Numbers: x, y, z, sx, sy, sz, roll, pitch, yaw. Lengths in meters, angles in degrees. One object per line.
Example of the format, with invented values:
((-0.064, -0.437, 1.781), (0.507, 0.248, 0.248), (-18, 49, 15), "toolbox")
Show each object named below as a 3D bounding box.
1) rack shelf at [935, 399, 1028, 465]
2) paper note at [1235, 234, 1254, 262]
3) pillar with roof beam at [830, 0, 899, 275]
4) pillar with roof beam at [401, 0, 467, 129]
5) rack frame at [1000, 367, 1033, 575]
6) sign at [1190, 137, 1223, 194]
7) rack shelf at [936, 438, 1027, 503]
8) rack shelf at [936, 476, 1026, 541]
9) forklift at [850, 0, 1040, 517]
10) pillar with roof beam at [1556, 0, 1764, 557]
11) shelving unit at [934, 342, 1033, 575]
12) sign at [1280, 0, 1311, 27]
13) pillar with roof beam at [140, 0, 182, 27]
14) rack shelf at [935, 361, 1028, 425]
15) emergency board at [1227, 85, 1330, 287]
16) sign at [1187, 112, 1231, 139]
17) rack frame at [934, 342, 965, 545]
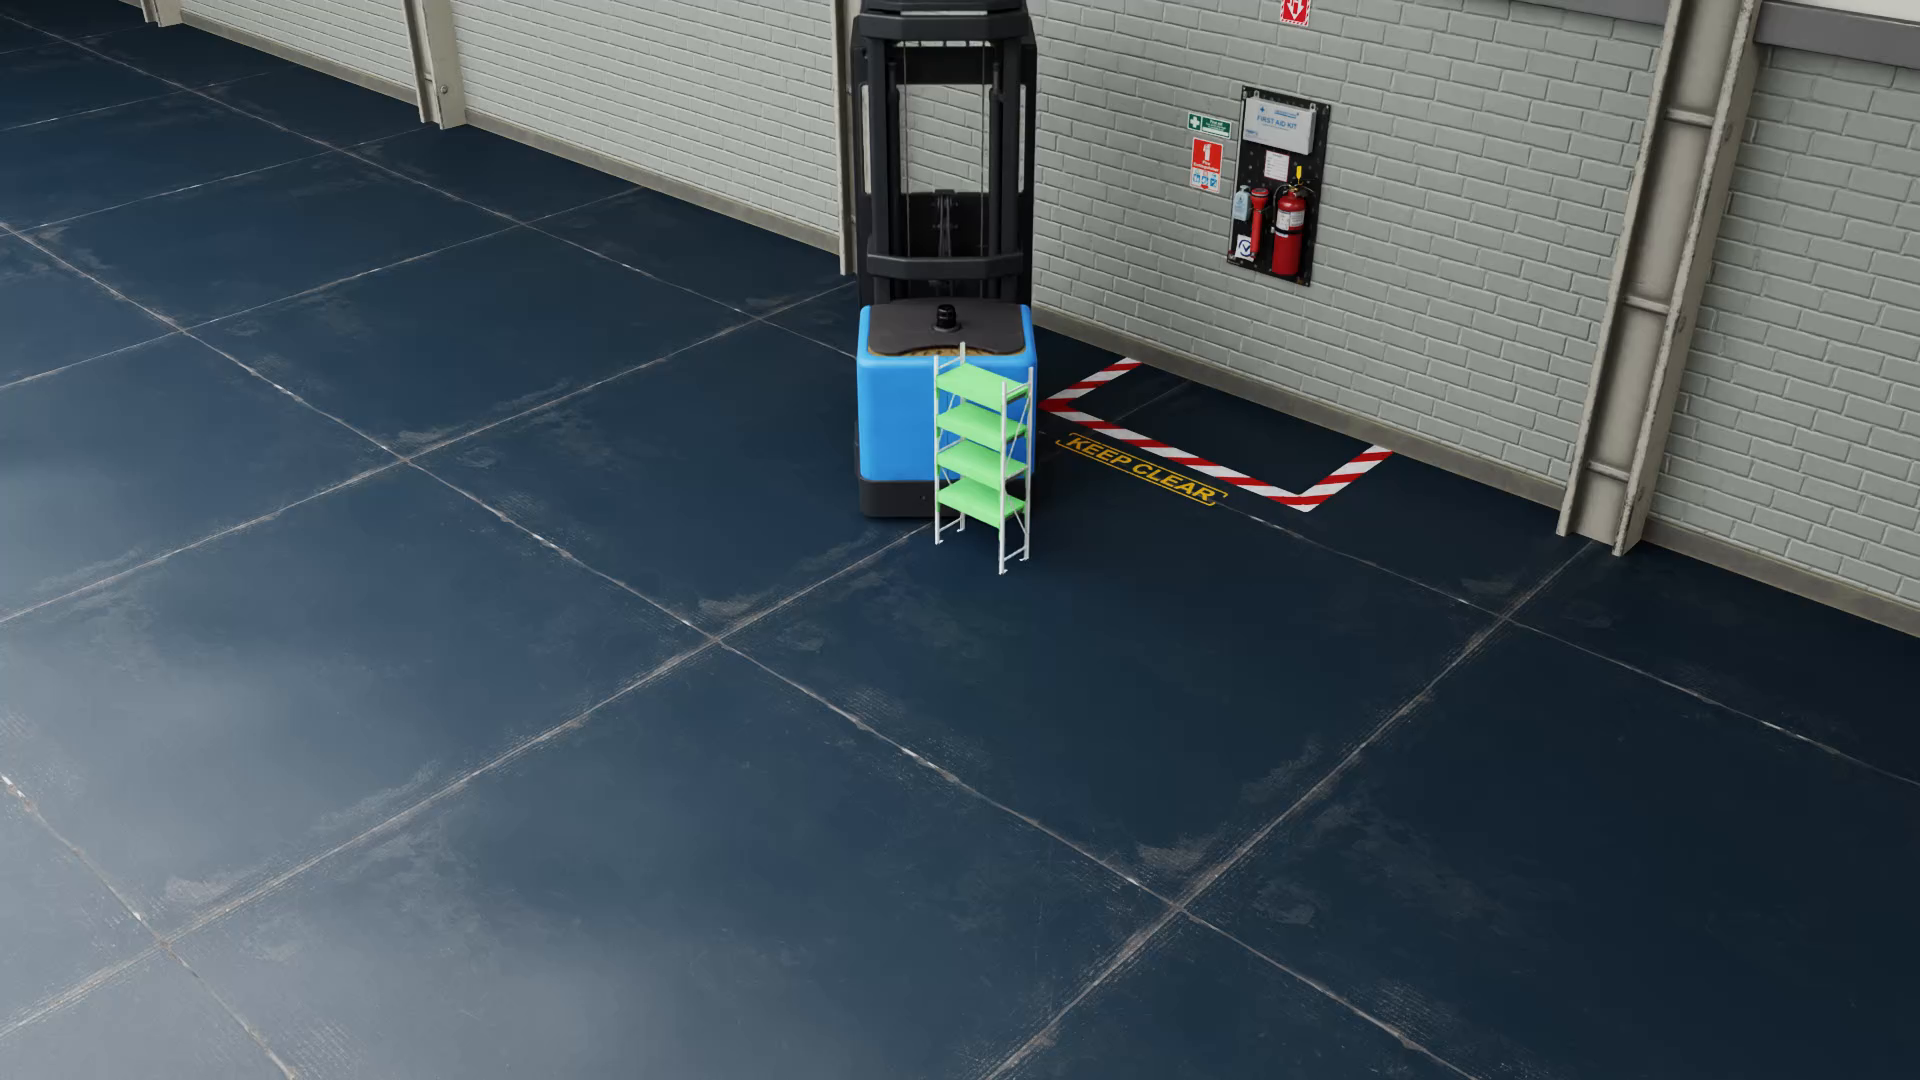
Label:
((0.126, -0.599, 9.185), (0.480, 0.148, 0.258), (25, 39, 35), "rack shelf")
((1.853, -1.895, 10.788), (0.142, 0.148, 0.016), (25, 39, 35), "paper note")
((-3.593, -4.315, 8.137), (0.400, 9.000, 9.100), (25, 39, 35), "pillar with roof beam")
((-8.041, -6.392, 11.587), (0.400, 9.000, 9.100), (25, 39, 35), "pillar with roof beam")
((0.308, -0.365, 9.137), (0.015, 1.200, 0.240), (25, 39, 35), "rack frame")
((1.597, -2.430, 10.789), (0.234, 0.329, 0.001), (25, 39, 35), "sign")
((0.126, -0.394, 9.309), (0.480, 0.148, 0.258), (25, 39, 35), "rack shelf")
((0.126, -0.188, 9.433), (0.480, 0.148, 0.258), (25, 39, 35), "rack shelf")
((-0.101, -2.113, 10.362), (1.130, 2.935, 3.031), (-1, 31, -1), "forklift")
((0.856, -2.239, 4.688), (0.400, 9.000, 9.100), (25, 39, 35), "pillar with roof beam")
((0.126, -0.448, 9.276), (0.503, 1.200, 0.258), (25, 39, 35), "shelving unit")
((1.999, -3.218, 9.885), (0.199, 0.298, 0.001), (25, 39, 35), "sign")
((-12.490, -8.468, 15.036), (0.400, 9.000, 9.100), (25, 39, 35), "pillar with roof beam")
((0.126, -0.805, 9.061), (0.480, 0.148, 0.258), (25, 39, 35), "rack shelf")
((1.938, -2.184, 10.415), (0.643, 1.169, 0.194), (25, 39, 35), "emergency board")
((1.595, -2.653, 10.644), (0.331, 0.109, 0.001), (25, 39, 35), "sign")
((-0.057, -0.532, 9.415), (0.015, 1.200, 0.240), (25, 39, 35), "rack frame")
